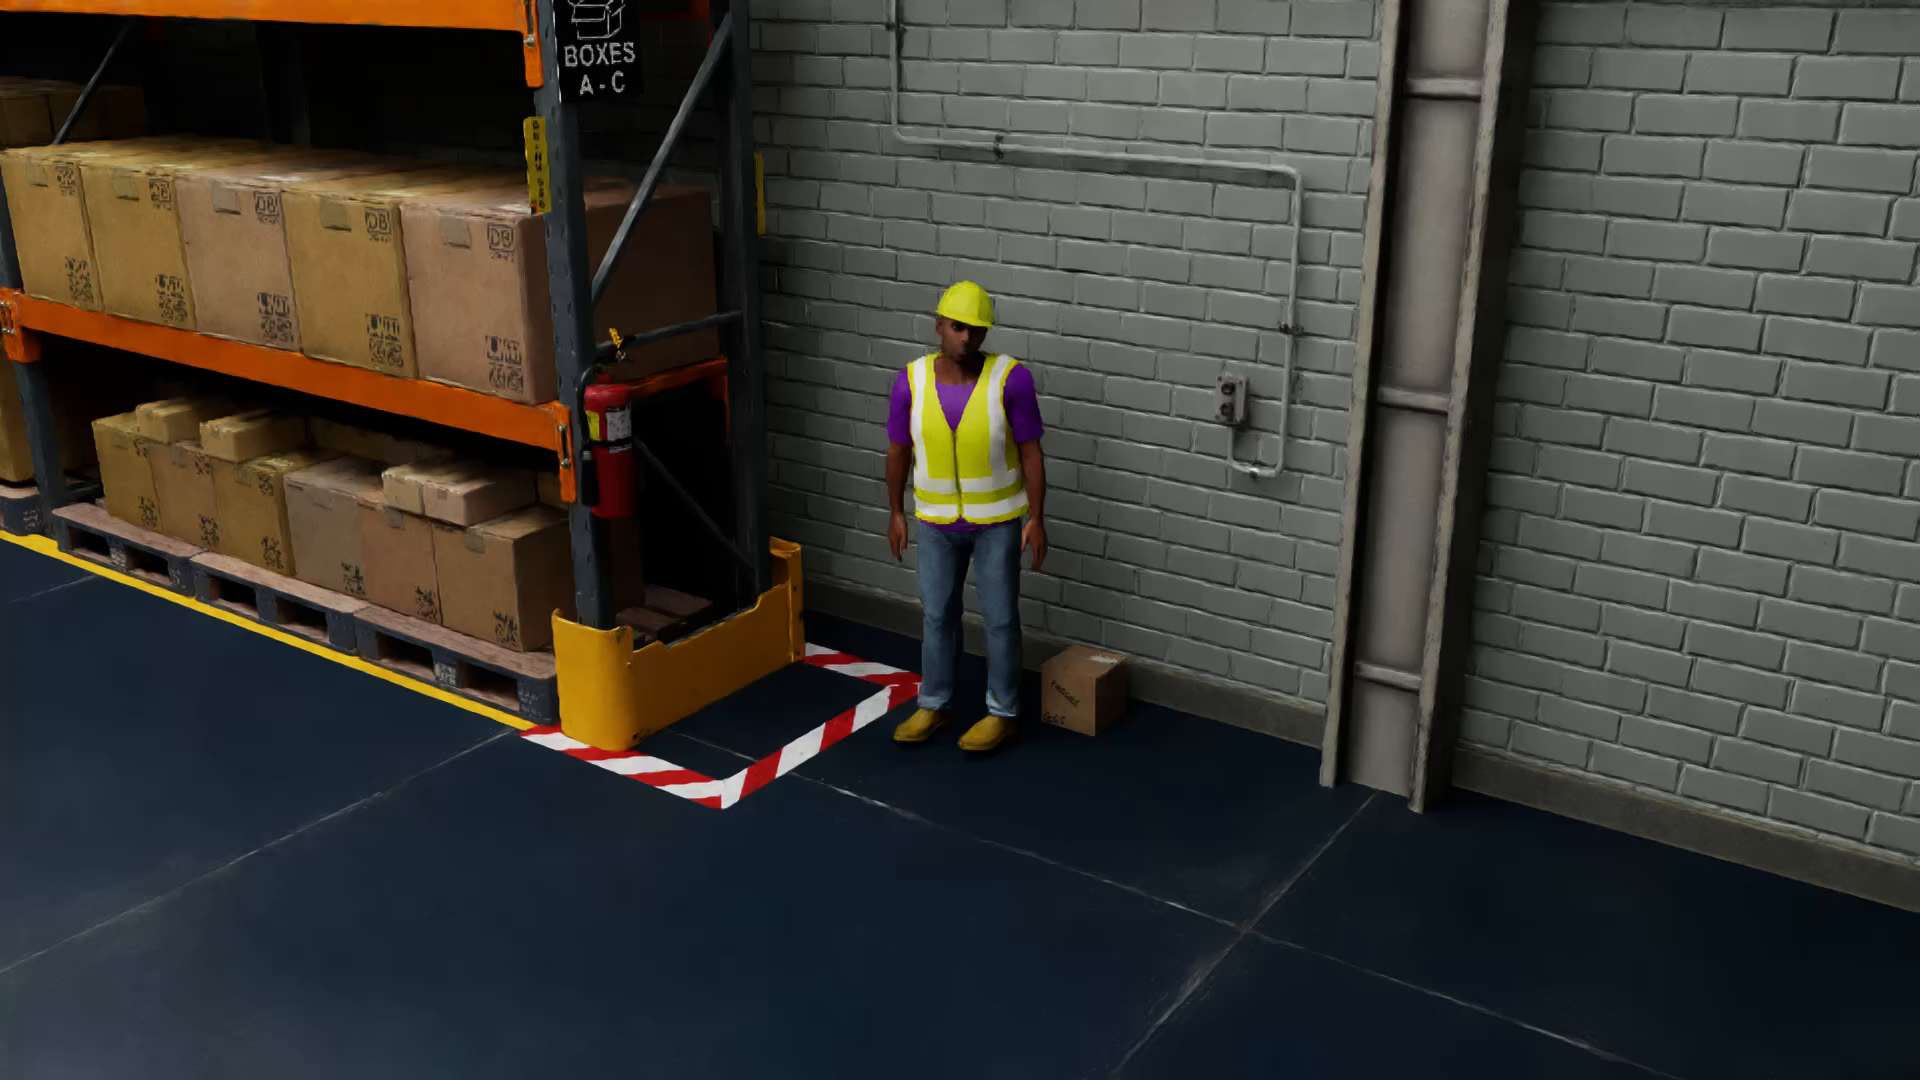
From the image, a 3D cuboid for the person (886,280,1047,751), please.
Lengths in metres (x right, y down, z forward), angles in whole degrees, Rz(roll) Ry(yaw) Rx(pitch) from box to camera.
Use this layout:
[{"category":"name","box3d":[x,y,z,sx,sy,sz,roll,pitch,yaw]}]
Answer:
[{"category":"person","box3d":[0.024,-0.073,6.168,0.639,1.771,0.373,5,20,14]}]
